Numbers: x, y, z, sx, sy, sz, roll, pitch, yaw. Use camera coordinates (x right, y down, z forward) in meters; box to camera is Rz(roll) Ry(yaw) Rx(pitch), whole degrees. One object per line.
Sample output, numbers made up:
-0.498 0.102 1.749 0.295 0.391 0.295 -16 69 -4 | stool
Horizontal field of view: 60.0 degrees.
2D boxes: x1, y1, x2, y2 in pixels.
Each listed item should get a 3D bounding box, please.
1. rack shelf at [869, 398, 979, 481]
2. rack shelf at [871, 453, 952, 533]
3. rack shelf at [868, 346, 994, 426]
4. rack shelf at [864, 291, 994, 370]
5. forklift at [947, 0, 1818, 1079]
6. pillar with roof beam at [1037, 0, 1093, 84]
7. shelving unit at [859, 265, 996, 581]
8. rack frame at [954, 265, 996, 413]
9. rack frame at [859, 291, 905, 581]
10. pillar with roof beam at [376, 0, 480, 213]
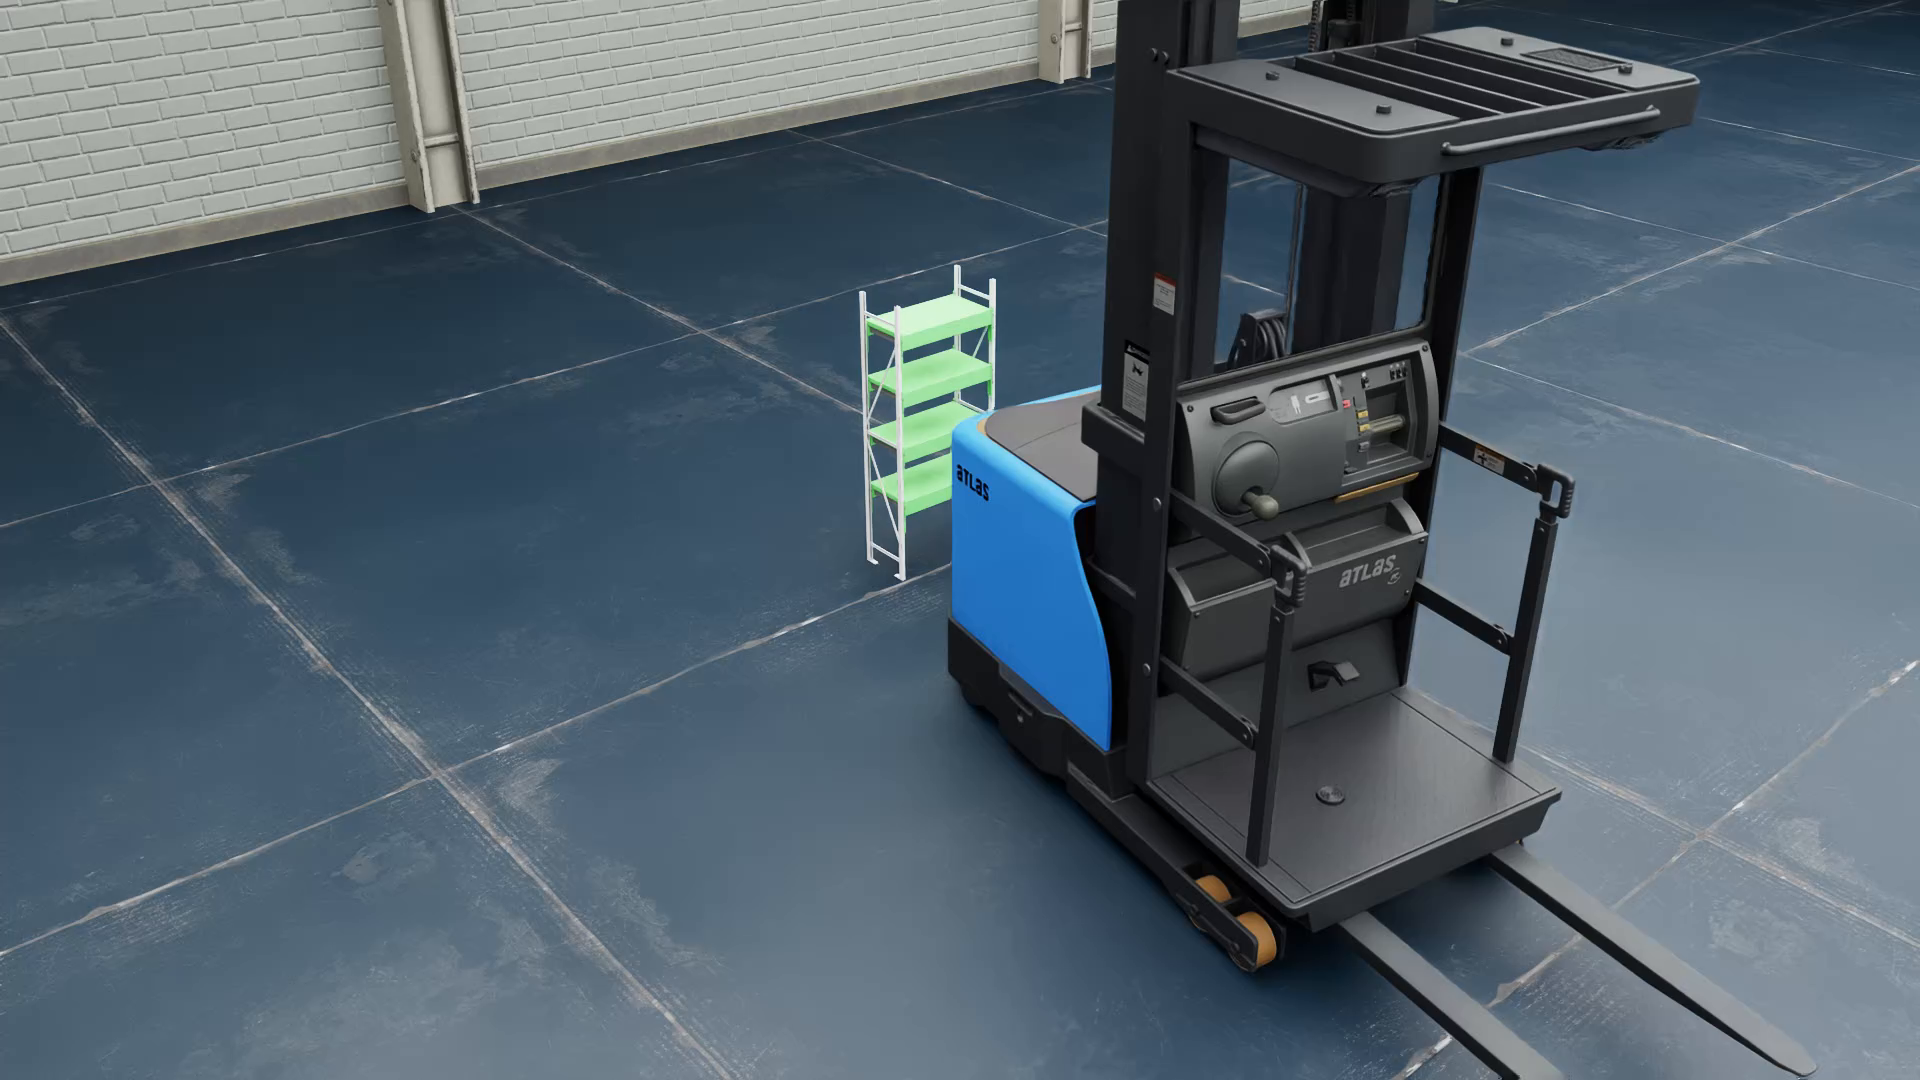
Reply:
-0.126 -0.422 6.903 0.480 0.148 0.258 -22 35 -35 | rack shelf
-0.126 -0.211 7.016 0.480 0.148 0.258 -22 35 -35 | rack shelf
-0.126 -0.634 6.789 0.480 0.148 0.258 -22 35 -35 | rack shelf
-0.126 -0.846 6.676 0.480 0.148 0.258 -22 35 -35 | rack shelf
1.138 -0.280 4.664 1.130 2.935 3.031 -16 32 -27 | forklift
3.736 -6.632 10.112 0.400 9.000 9.100 -22 35 -35 | pillar with roof beam
-0.126 -0.479 6.872 0.503 1.200 0.258 -22 35 -35 | shelving unit
0.060 -0.553 7.012 0.015 1.200 0.240 -22 35 -35 | rack frame
-0.312 -0.404 6.733 0.015 1.200 0.240 -22 35 -35 | rack frame
-0.828 -4.796 6.677 0.400 9.000 9.100 -22 35 -35 | pillar with roof beam
